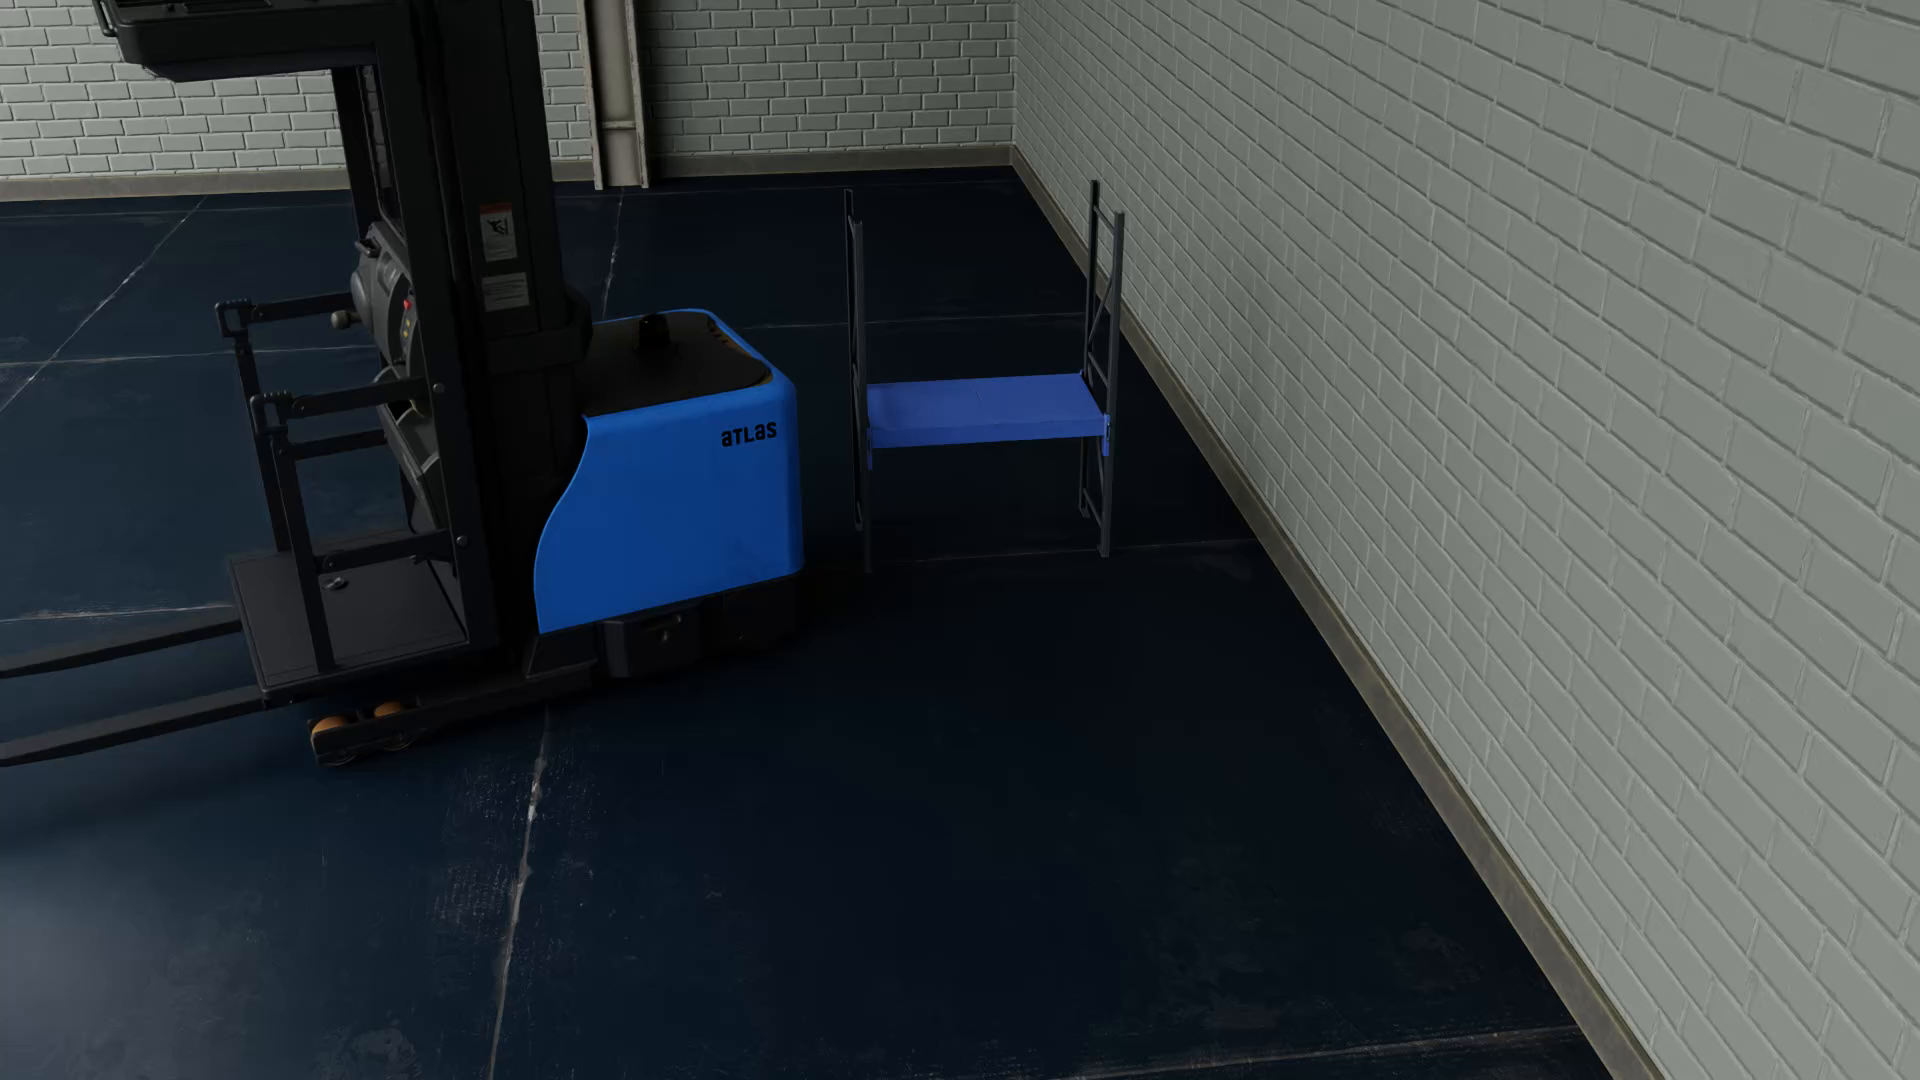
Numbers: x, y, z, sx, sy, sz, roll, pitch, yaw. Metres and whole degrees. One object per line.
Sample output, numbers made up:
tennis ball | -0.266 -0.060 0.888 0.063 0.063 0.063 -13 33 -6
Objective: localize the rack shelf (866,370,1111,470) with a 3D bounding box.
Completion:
rack shelf | 0.084 -0.513 7.000 1.000 0.185 0.538 -4 27 -7

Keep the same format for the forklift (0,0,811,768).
forklift | -2.131 -0.803 5.604 3.031 2.935 1.130 -13 30 -24

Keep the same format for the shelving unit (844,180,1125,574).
shelving unit | 0.084 -0.673 6.918 1.048 1.500 0.538 -4 27 -7

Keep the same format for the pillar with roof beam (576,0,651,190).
pillar with roof beam | -1.922 -4.730 6.610 0.400 9.000 9.100 -4 27 -7

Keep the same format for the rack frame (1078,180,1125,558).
rack frame | 0.588 -0.705 6.981 0.032 1.500 0.500 -4 27 -7

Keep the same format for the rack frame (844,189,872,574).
rack frame | -0.419 -0.640 6.855 0.032 1.500 0.500 -4 27 -7
